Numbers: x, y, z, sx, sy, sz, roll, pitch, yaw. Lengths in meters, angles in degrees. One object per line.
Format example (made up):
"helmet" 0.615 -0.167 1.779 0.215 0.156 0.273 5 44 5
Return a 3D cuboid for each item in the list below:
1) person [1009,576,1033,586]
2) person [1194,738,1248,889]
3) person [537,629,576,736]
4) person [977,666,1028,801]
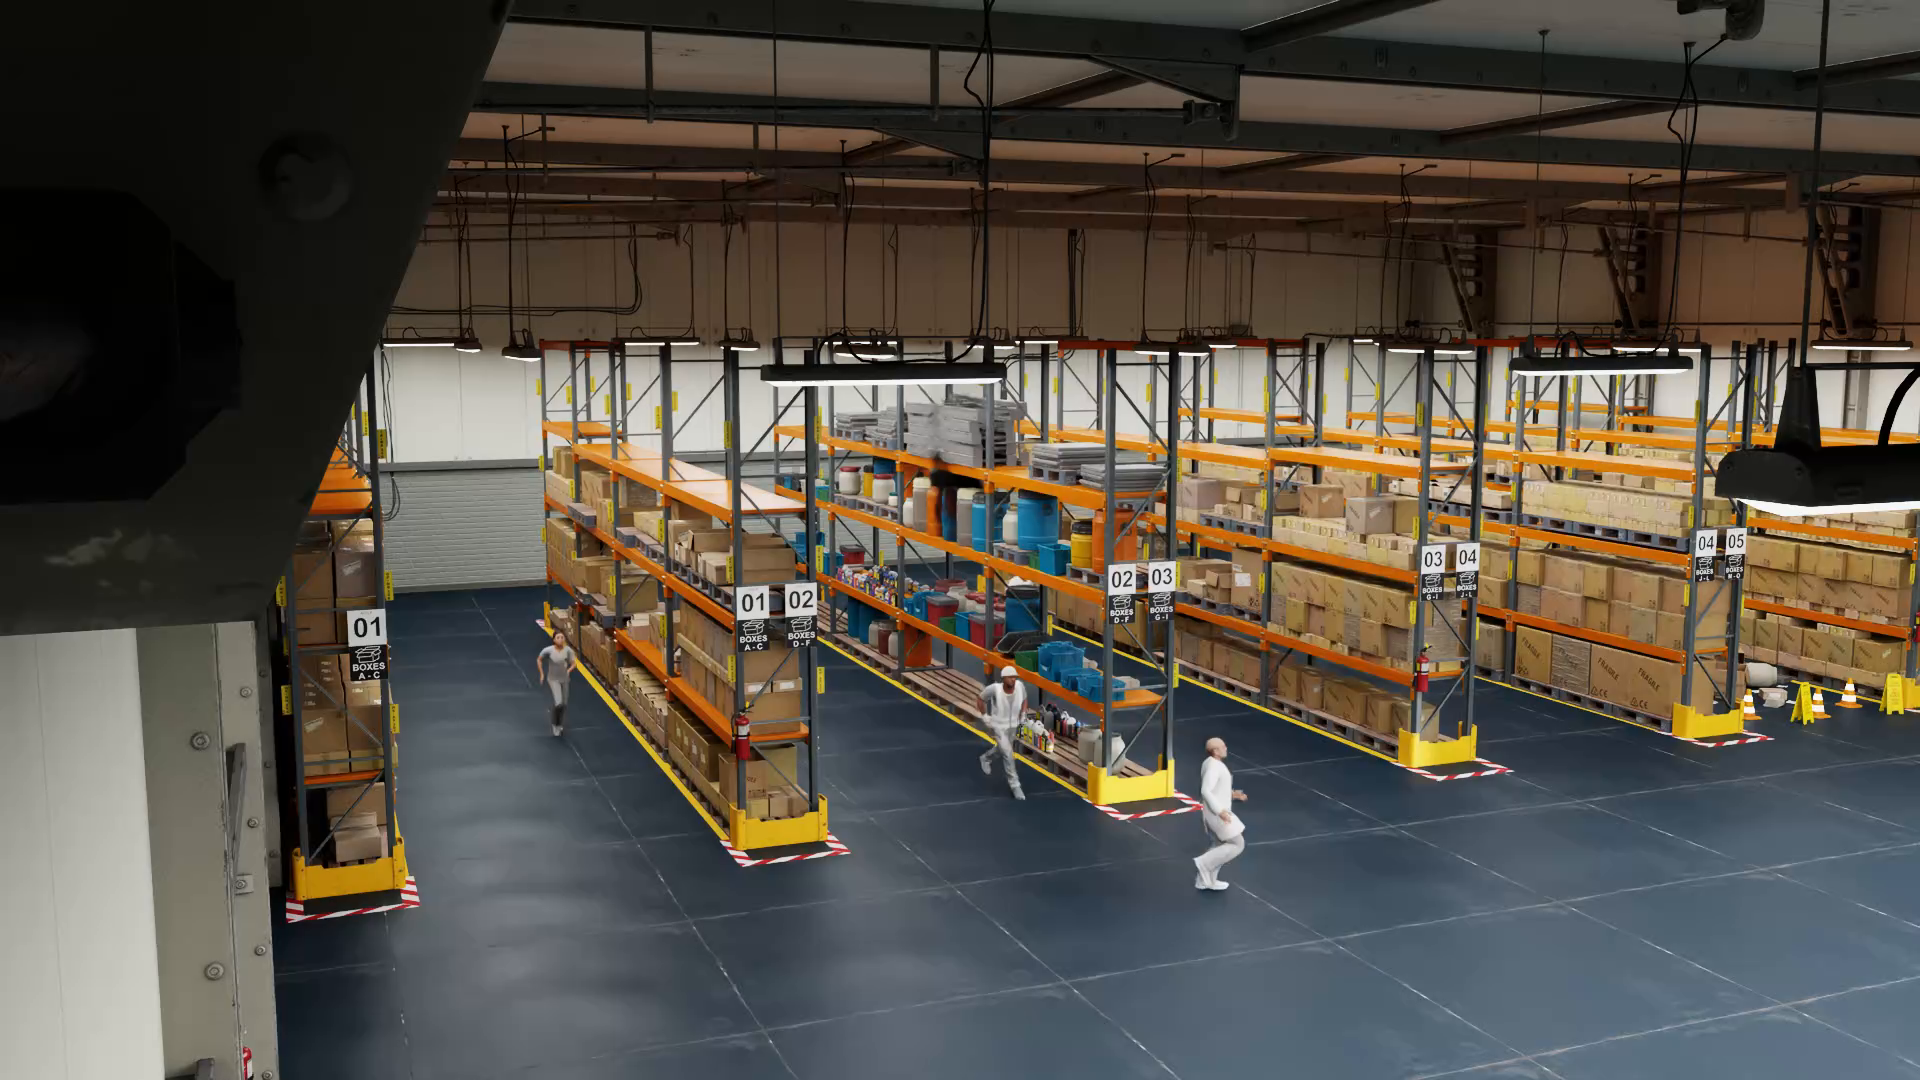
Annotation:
"person" 1.164 1.325 31.839 0.678 1.817 0.803 -5 9 -31
"person" 2.918 3.104 18.582 0.631 1.650 0.713 0 7 -2
"person" -6.164 2.190 25.541 0.533 1.651 0.750 -4 9 -30
"person" 0.571 2.539 22.568 0.683 1.772 1.132 -5 9 -32
